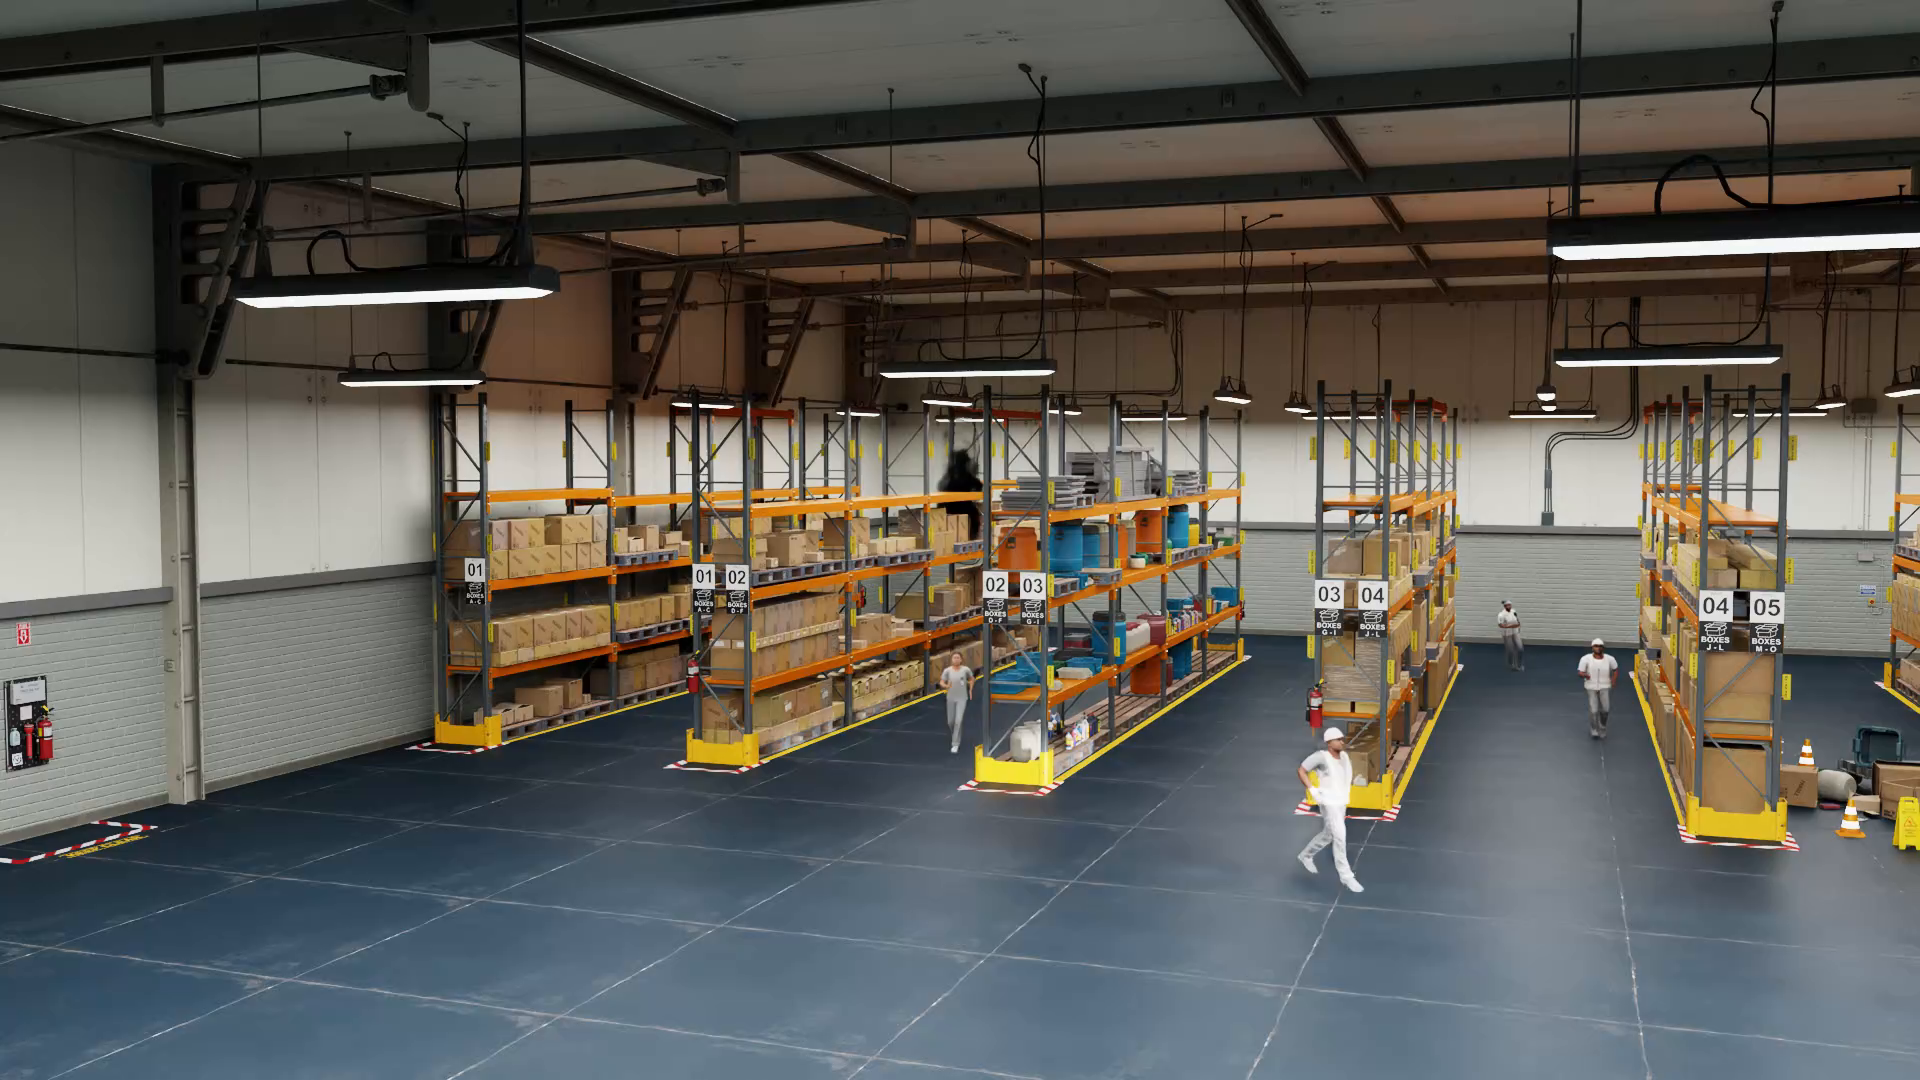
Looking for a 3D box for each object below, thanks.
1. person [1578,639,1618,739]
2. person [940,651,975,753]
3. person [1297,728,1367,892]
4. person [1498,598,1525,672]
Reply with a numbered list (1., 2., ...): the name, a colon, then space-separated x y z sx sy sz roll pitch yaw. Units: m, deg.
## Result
1. person: 11.084 2.590 28.863 0.680 1.750 0.626 1 3 17
2. person: -0.049 2.671 27.791 0.566 1.650 0.922 0 3 6
3. person: 4.304 3.070 19.235 0.674 1.815 0.948 -3 4 -45
4. person: 12.546 2.174 37.945 0.644 1.710 0.655 0 3 -8
